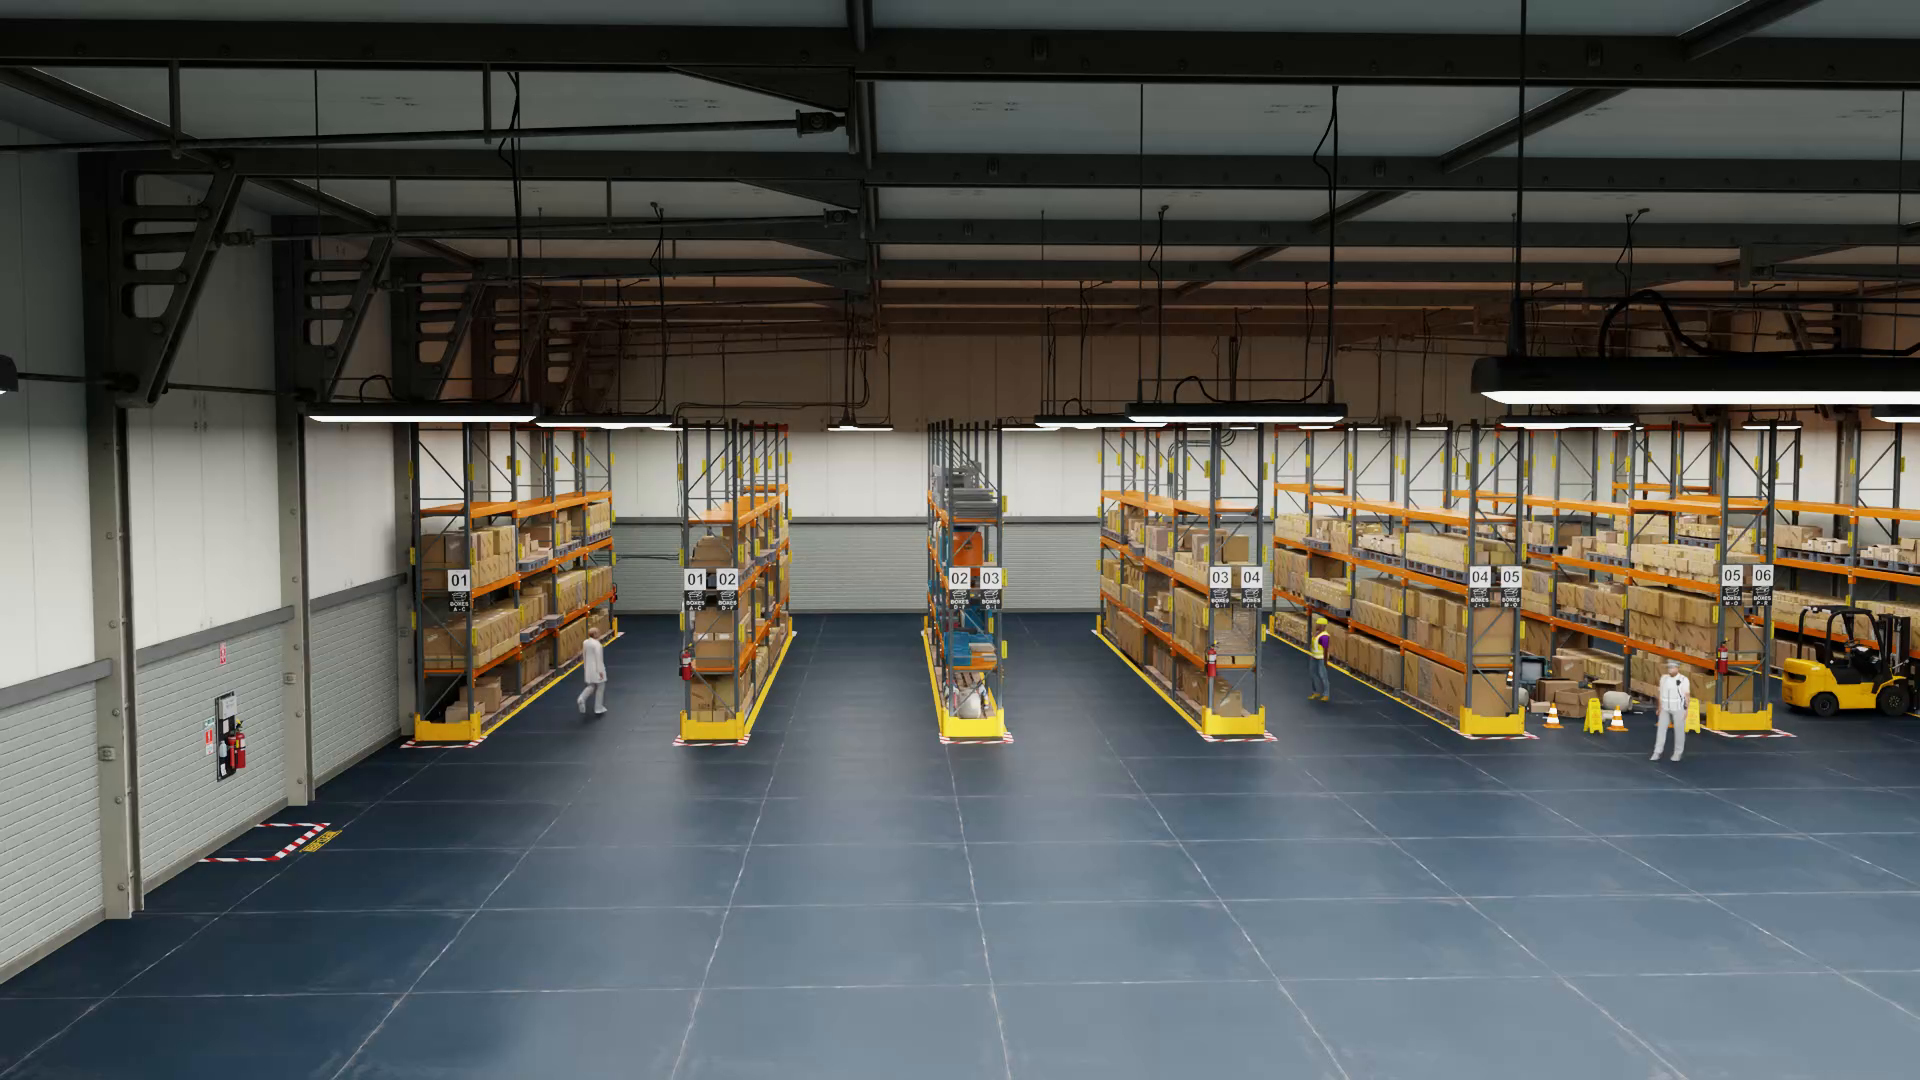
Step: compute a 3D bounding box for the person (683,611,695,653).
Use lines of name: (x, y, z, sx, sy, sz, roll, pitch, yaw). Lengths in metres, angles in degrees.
person: (-6.889, 2.124, 43.185, 0.635, 1.691, 0.587, -3, 5, -39)

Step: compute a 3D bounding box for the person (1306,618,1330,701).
person: (7.694, 2.559, 35.645, 0.380, 1.805, 0.705, -1, 4, -21)

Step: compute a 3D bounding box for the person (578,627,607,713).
person: (-7.478, 2.656, 33.865, 0.591, 1.767, 0.671, 3, 5, 38)

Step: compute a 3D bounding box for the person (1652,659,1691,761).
person: (12.444, 2.977, 29.098, 0.556, 1.789, 0.530, 3, 5, 37)
